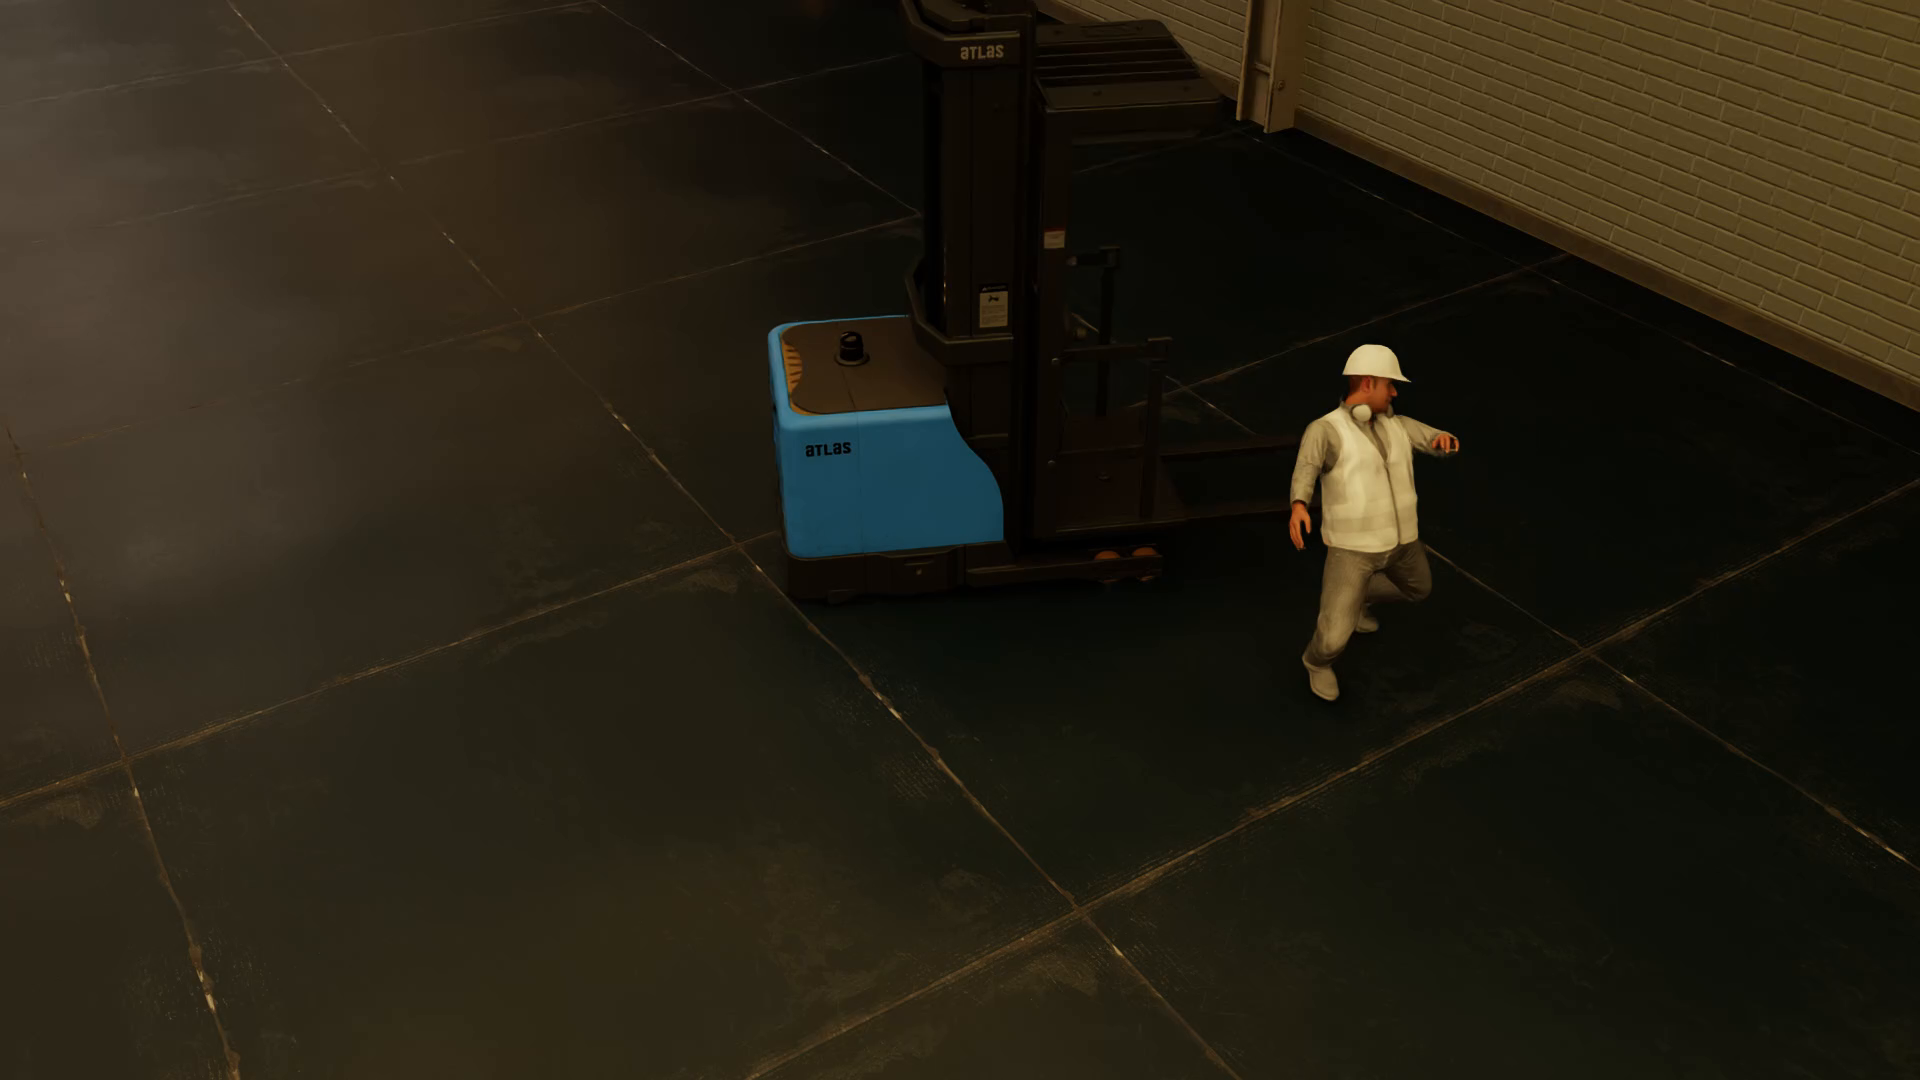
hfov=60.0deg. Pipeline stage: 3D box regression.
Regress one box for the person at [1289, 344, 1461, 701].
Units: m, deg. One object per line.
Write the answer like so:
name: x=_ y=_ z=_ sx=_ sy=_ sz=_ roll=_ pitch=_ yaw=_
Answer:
person: x=1.705 y=0.017 z=7.296 sx=0.975 sy=1.520 sz=0.751 roll=-22 pitch=41 yaw=-28

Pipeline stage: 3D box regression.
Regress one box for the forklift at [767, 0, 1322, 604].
forklift: x=0.579 y=-1.274 z=7.960 sx=3.031 sy=2.935 sz=1.130 roll=-5 pitch=35 yaw=-7
